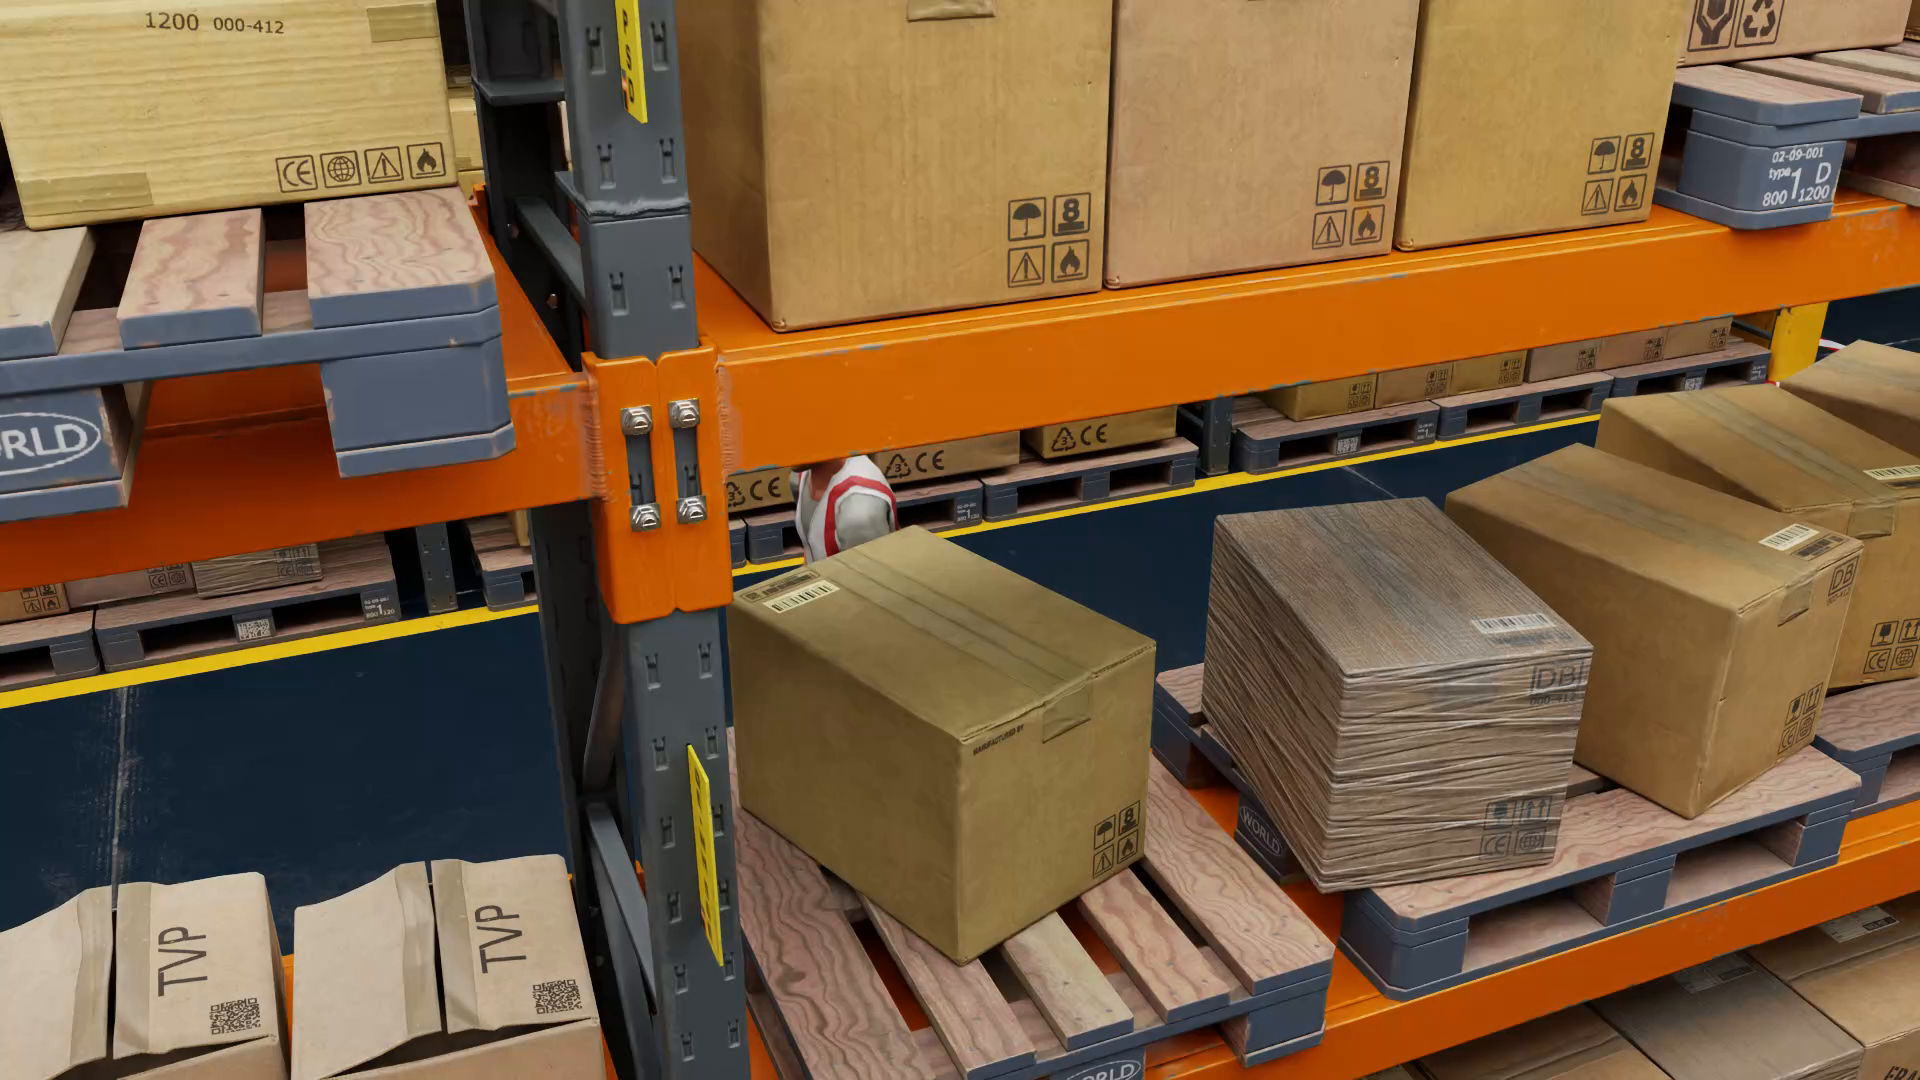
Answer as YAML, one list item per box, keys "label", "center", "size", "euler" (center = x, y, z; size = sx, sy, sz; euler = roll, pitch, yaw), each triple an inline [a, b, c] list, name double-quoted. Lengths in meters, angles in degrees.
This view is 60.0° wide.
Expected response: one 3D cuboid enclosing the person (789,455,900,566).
- label: "person"
  center: [-0.409, 0.302, 5.467]
  size: [0.447, 1.778, 0.592]
  euler: [-11, 28, -23]
